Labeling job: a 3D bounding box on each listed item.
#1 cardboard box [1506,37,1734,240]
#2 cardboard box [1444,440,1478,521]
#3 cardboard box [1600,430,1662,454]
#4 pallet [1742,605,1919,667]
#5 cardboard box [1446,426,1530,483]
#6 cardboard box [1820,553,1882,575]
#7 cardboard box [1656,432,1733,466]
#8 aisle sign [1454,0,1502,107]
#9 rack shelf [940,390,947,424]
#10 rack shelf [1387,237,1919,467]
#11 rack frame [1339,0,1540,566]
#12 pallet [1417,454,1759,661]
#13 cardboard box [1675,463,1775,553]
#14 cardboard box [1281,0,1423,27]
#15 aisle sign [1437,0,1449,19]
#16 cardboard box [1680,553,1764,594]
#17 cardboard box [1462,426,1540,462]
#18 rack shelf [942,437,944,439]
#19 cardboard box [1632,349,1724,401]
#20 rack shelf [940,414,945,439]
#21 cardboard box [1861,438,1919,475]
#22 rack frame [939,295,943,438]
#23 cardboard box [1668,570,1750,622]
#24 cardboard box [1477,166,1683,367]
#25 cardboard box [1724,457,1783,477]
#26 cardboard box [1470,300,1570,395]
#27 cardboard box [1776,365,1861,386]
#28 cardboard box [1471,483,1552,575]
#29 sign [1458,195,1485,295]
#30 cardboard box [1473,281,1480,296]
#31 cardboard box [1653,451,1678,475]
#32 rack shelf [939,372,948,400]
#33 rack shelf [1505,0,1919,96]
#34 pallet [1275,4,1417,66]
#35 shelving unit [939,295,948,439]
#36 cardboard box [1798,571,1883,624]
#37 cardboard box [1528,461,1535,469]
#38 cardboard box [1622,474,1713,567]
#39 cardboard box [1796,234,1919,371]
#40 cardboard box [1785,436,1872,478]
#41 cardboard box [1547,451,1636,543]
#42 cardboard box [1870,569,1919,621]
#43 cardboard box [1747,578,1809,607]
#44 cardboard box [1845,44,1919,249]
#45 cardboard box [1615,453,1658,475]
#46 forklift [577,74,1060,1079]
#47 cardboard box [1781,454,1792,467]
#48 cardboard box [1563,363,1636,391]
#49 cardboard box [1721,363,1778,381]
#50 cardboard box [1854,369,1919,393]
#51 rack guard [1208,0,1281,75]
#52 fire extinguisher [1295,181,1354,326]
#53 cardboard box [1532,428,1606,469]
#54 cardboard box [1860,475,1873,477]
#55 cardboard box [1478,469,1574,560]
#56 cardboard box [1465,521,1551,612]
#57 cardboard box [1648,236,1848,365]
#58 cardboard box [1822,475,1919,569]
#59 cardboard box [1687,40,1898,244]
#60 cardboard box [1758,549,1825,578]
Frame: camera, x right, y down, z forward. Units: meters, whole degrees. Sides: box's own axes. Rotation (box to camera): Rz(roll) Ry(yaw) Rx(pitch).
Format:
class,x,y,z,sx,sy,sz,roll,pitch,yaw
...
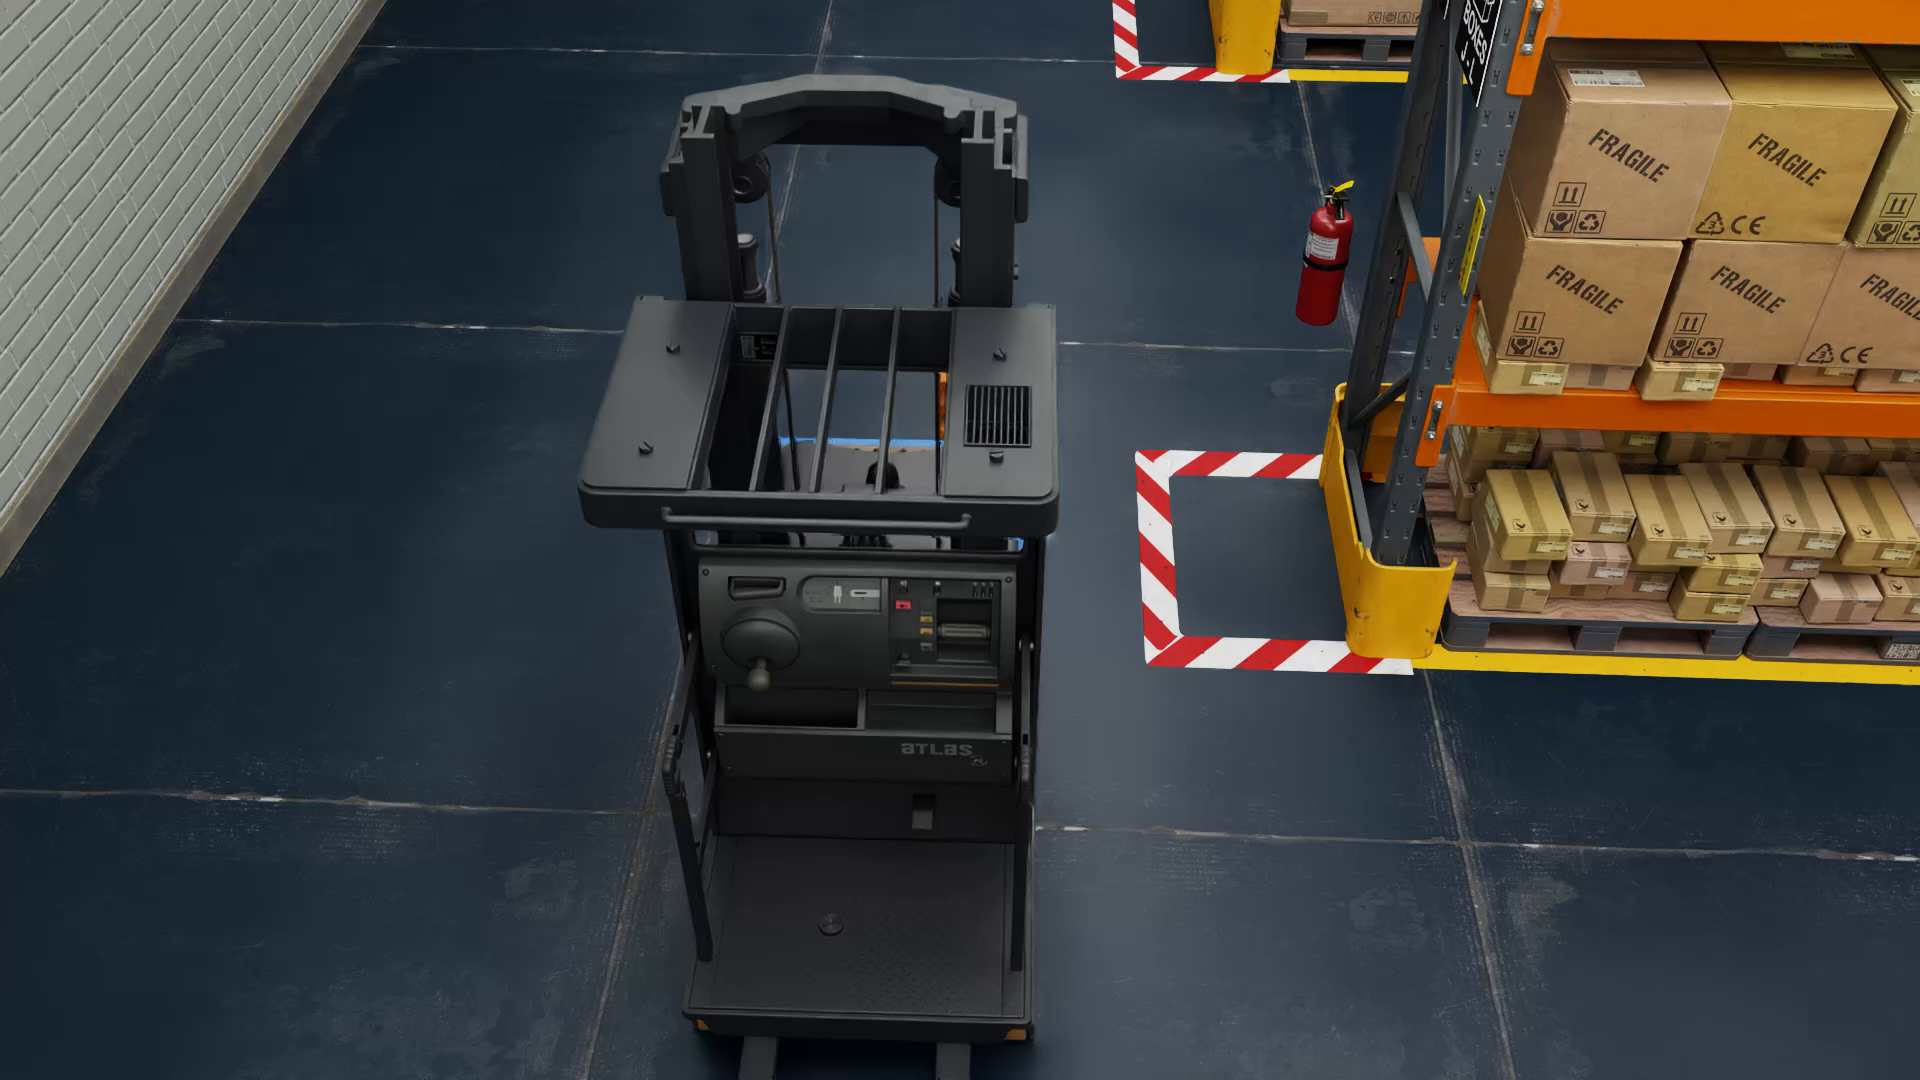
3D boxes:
class,x,y,z,sx,sy,sz,roll,pitch,yaw
cardboard box,2.137,-1.336,5.459,0.500,0.500,0.500,2,43,2
cardboard box,2.236,-0.256,7.107,0.250,0.149,0.380,2,43,3
cardboard box,2.754,-0.536,6.971,0.250,0.149,0.380,1,43,1
pallet,3.802,0.091,6.997,1.213,0.211,1.003,2,43,2
cardboard box,2.241,-0.417,7.062,0.250,0.149,0.380,1,43,1
cardboard box,3.526,-0.049,6.667,0.250,0.149,0.380,4,43,4
cardboard box,3.010,-0.485,6.917,0.250,0.149,0.380,0,43,0
aisle sign,1.614,-1.769,5.041,0.004,0.787,0.394,2,43,2
rack shelf,0.014,-0.582,6.707,0.180,0.103,0.258,2,43,2
rack shelf,3.699,-0.695,6.323,4.000,0.370,1.077,2,43,2
rack frame,1.701,-1.019,6.144,0.127,3.000,1.000,2,43,2
pallet,2.587,0.052,7.039,1.213,0.211,1.003,2,43,2
cardboard box,2.987,-0.128,6.533,0.250,0.149,0.380,0,43,0
cardboard box,2.487,-3.657,10.547,0.875,0.438,0.875,0,43,0
aisle sign,1.641,-2.177,5.479,0.004,0.787,0.394,2,43,2
cardboard box,2.984,0.028,6.585,0.250,0.149,0.380,3,43,3
cardboard box,2.241,-0.504,6.937,0.250,0.149,0.380,2,43,2
rack shelf,0.014,-0.406,6.871,0.180,0.103,0.258,2,43,2
cardboard box,2.532,-0.670,5.953,0.250,0.149,0.380,1,43,1
rack shelf,0.014,-0.494,6.789,0.180,0.103,0.258,2,43,2
cardboard box,3.802,-0.442,6.871,0.250,0.149,0.380,2,43,2
rack frame,-0.077,-0.441,6.844,0.006,1.200,0.240,2,43,2
cardboard box,2.974,0.142,6.681,0.250,0.149,0.380,2,43,2
cardboard box,2.137,-0.963,5.792,0.500,0.500,0.500,4,43,4
cardboard box,3.278,-0.395,7.039,0.250,0.149,0.380,2,43,3
cardboard box,2.010,-0.694,5.979,0.250,0.149,0.380,1,43,2
cardboard box,3.067,-0.730,6.018,0.250,0.149,0.380,1,43,1
cardboard box,2.213,-0.048,6.666,0.250,0.149,0.380,3,43,4
sign,1.677,-0.967,5.452,0.005,0.325,0.100,2,43,2
cardboard box,2.039,-1.110,6.425,0.250,0.149,0.380,2,43,2
cardboard box,3.024,-0.324,6.962,0.250,0.149,0.380,1,43,1
rack shelf,0.014,-0.669,6.625,0.180,0.103,0.258,2,43,2
rack shelf,3.699,-1.792,5.301,4.000,0.370,1.077,2,43,2
pallet,2.625,-3.402,10.747,1.213,0.211,1.003,2,43,2
shelving unit,0.014,-0.439,6.841,0.189,1.200,0.258,2,43,2
cardboard box,3.478,0.152,6.670,0.250,0.149,0.380,0,43,0
cardboard box,2.500,-0.372,7.014,0.250,0.149,0.380,1,43,1
cardboard box,2.736,-0.079,6.481,0.250,0.149,0.380,2,43,2
cardboard box,3.162,-0.940,5.767,0.500,0.500,0.500,2,43,2
cardboard box,3.539,-0.431,6.859,0.250,0.149,0.380,0,43,0
cardboard box,2.490,-0.174,6.583,0.250,0.149,0.380,2,43,3
cardboard box,3.756,0.142,6.680,0.250,0.149,0.380,2,43,2
cardboard box,3.233,0.085,6.742,0.250,0.149,0.380,2,43,2
cardboard box,3.160,-1.294,5.413,0.500,0.500,0.500,1,43,1
cardboard box,2.760,-0.402,7.046,0.250,0.149,0.380,0,43,0
forklift,-0.306,0.343,4.732,1.130,2.935,3.031,1,43,1
cardboard box,3.533,-0.375,7.017,0.250,0.149,0.380,4,43,4
cardboard box,2.266,-0.715,6.001,0.250,0.149,0.380,3,43,3
cardboard box,2.797,-0.755,6.045,0.250,0.149,0.380,4,43,4
cardboard box,3.312,-0.704,5.989,0.250,0.149,0.380,1,43,1
rack guard,1.799,-3.479,10.618,0.348,0.500,1.175,2,43,2
fire extinguisher,1.470,-1.177,6.643,0.183,0.674,0.296,2,43,2
cardboard box,2.490,-0.457,6.887,0.250,0.149,0.380,3,43,3
cardboard box,3.810,-0.385,7.028,0.250,0.149,0.380,2,43,2
cardboard box,2.209,-0.100,6.504,0.250,0.149,0.380,0,43,0
cardboard box,2.210,0.104,6.721,0.250,0.149,0.380,3,43,3
cardboard box,2.673,-0.964,5.793,0.500,0.500,0.500,2,43,2
cardboard box,3.525,-0.073,6.475,0.250,0.149,0.380,2,43,3
cardboard box,2.642,-1.325,5.447,0.500,0.500,0.500,3,43,3
cardboard box,3.253,-0.029,6.645,0.250,0.149,0.380,0,43,0
